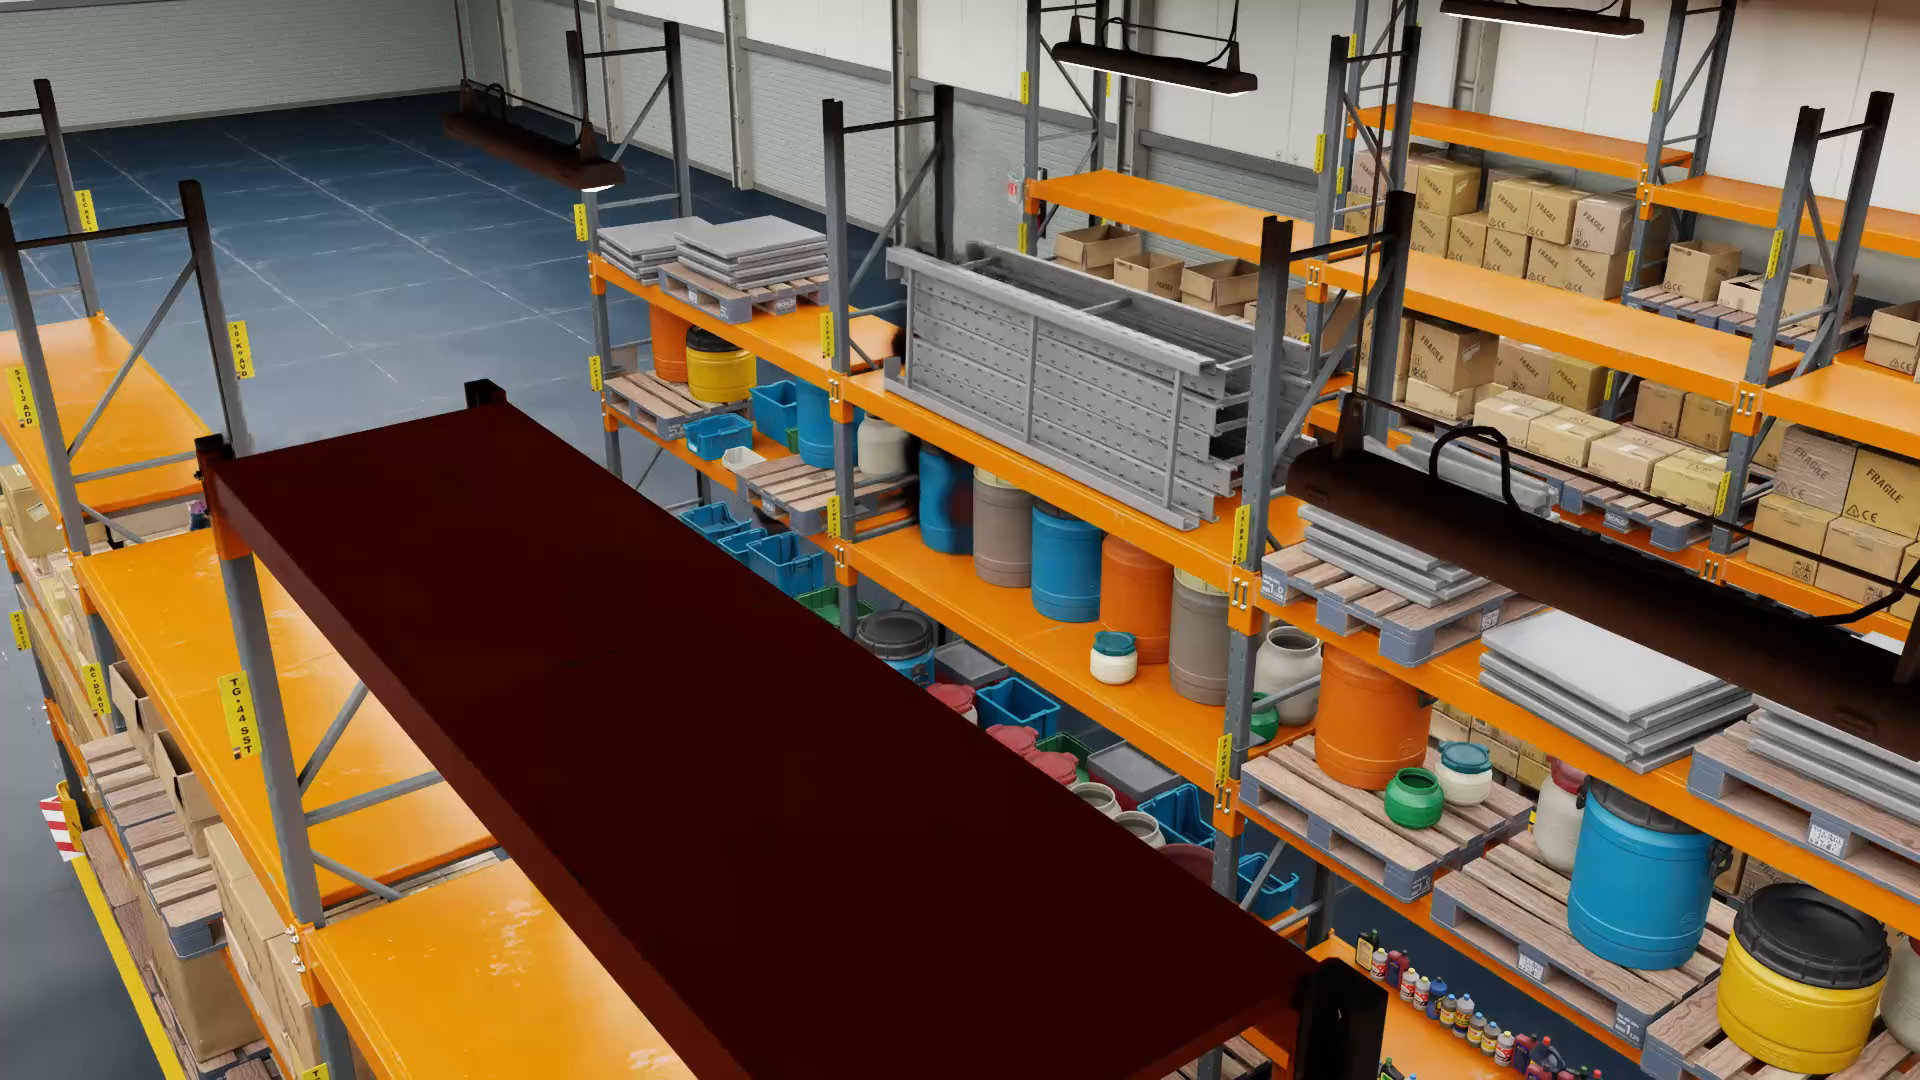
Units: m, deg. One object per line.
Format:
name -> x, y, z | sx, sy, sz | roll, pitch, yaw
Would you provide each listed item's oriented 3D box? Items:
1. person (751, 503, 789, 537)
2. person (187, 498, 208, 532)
person -> -1.966, -0.249, 17.559 | 0.527, 1.660, 0.665 | 21, 32, 37
person -> -8.103, -0.345, 17.895 | 0.618, 1.564, 0.536 | -7, 26, -14
